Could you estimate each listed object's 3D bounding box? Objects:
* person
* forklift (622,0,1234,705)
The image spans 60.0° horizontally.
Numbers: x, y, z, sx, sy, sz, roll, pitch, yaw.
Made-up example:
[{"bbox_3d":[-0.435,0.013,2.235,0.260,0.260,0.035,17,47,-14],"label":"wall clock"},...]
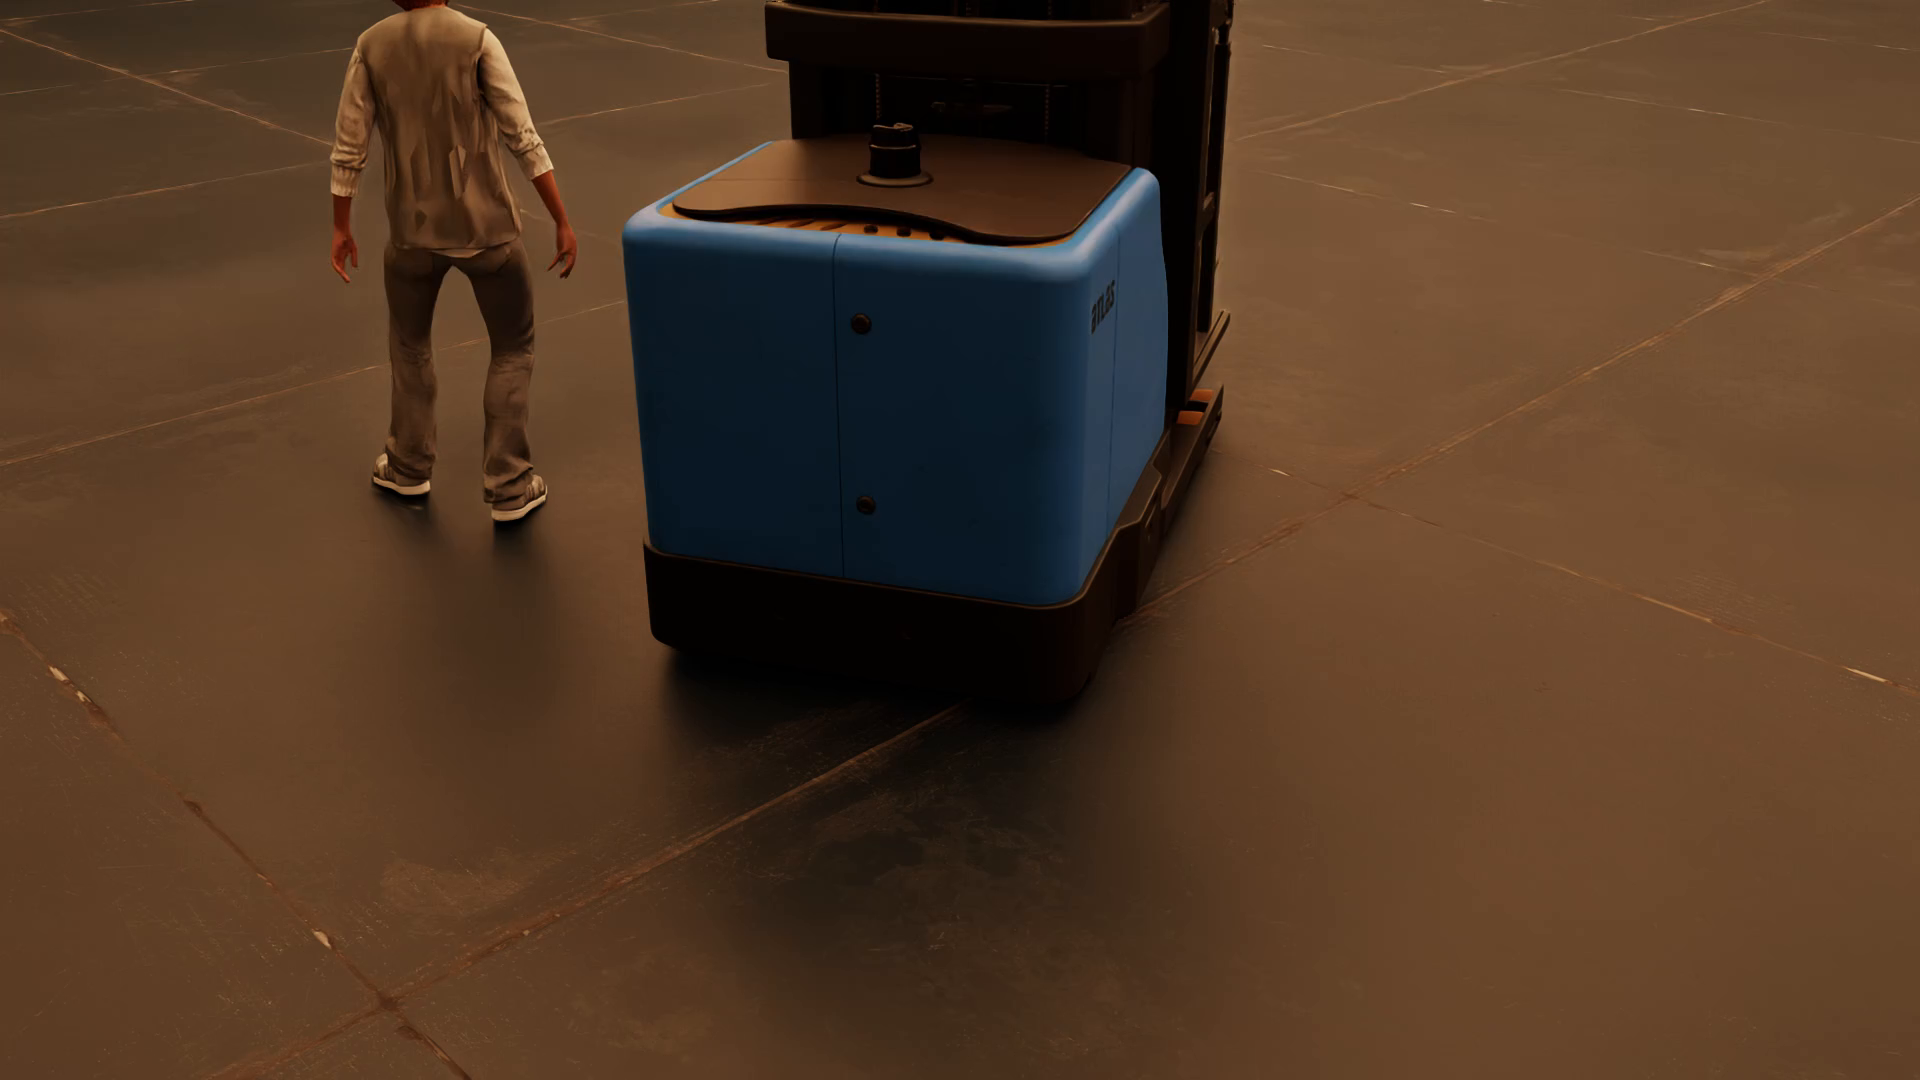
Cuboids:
[{"bbox_3d":[-1.372,-0.811,4.437,0.725,1.563,0.397,0,26,1],"label":"person"},{"bbox_3d":[0.188,-1.583,4.442,1.130,2.935,3.031,8,27,15],"label":"forklift"}]
